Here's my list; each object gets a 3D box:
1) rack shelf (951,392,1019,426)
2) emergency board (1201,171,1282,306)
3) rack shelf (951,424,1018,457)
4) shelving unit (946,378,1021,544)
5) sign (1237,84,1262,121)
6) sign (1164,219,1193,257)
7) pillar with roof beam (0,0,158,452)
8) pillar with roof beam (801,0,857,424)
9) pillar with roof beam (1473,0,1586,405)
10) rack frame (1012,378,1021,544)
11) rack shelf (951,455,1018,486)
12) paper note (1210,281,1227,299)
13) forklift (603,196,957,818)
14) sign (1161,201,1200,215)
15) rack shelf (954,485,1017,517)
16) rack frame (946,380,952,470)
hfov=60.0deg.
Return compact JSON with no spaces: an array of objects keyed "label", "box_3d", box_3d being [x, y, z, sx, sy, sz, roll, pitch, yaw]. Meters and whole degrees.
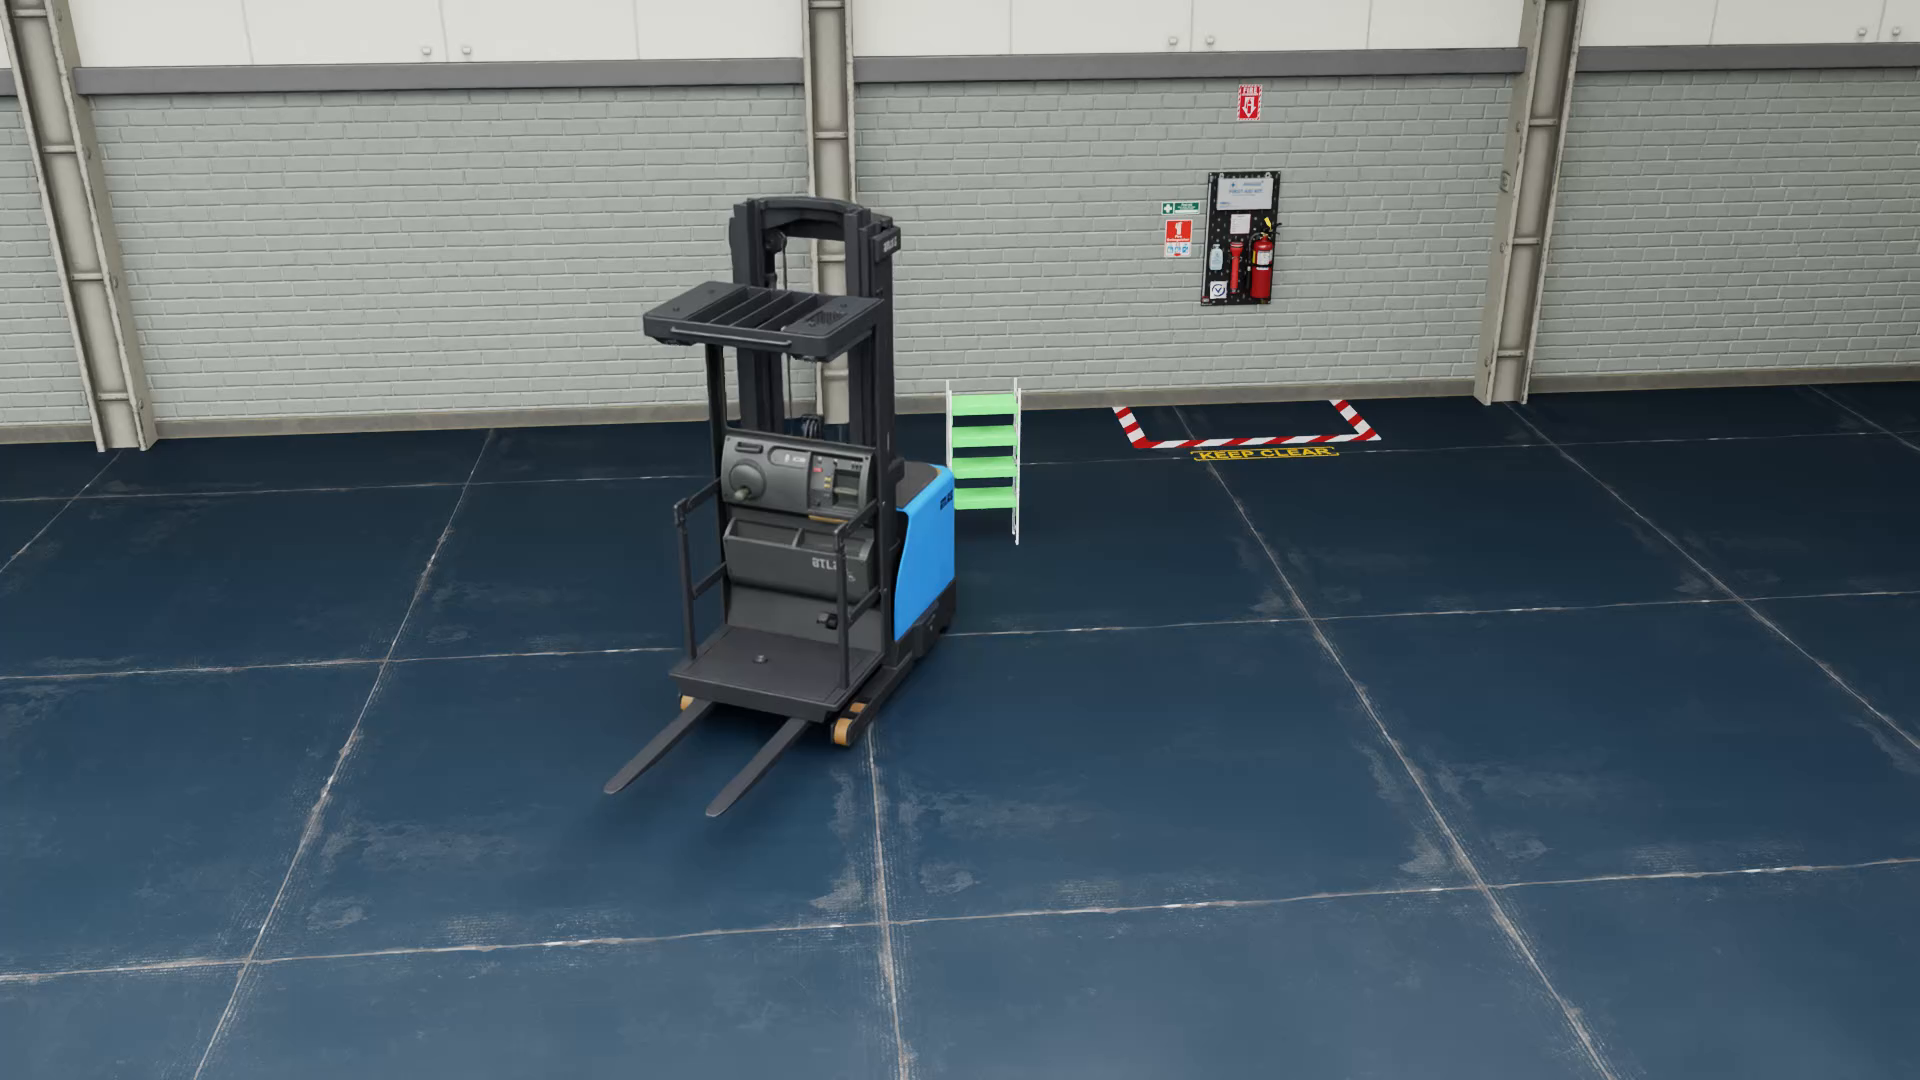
[{"label":"rack shelf","box_3d":[0.165,-0.935,11.852,0.480,0.148,0.258,-2,24,-5]},{"label":"emergency board","box_3d":[2.448,-2.573,14.345,0.643,1.169,0.194,-2,24,-5]},{"label":"rack shelf","box_3d":[0.165,-0.716,11.950,0.480,0.148,0.258,-2,24,-5]},{"label":"shelving unit","box_3d":[0.165,-0.555,12.021,0.503,1.200,0.258,-2,24,-5]},{"label":"sign","box_3d":[2.430,-3.672,13.964,0.199,0.298,0.001,-2,24,-5]},{"label":"sign","box_3d":[1.888,-2.609,14.382,0.234,0.329,0.001,-2,24,-5]},{"label":"pillar with roof beam","box_3d":[-6.608,-3.178,8.321,0.400,9.000,9.100,-2,24,-5]},{"label":"pillar with roof beam","box_3d":[-0.637,-3.418,8.860,0.400,9.000,9.100,-2,24,-5]},{"label":"pillar with roof beam","box_3d":[5.334,-3.657,9.399,0.400,9.000,9.100,-2,24,-5]},{"label":"rack frame","box_3d":[0.408,-0.565,12.043,0.015,1.200,0.240,-2,24,-5]},{"label":"rack shelf","box_3d":[0.165,-0.496,12.047,0.480,0.148,0.258,-2,24,-5]},{"label":"paper note","box_3d":[2.265,-2.191,14.571,0.142,0.148,0.016,-2,24,-5]},{"label":"forklift","box_3d":[-1.023,-0.340,9.407,1.130,2.935,3.031,9,25,19]},{"label":"sign","box_3d":[1.893,-2.847,14.267,0.331,0.109,0.001,-2,24,-5]},{"label":"rack shelf","box_3d":[0.165,-0.277,12.145,0.480,0.148,0.258,-2,24,-5]},{"label":"rack frame","box_3d":[-0.078,-0.545,11.999,0.015,1.200,0.240,-2,24,-5]}]
